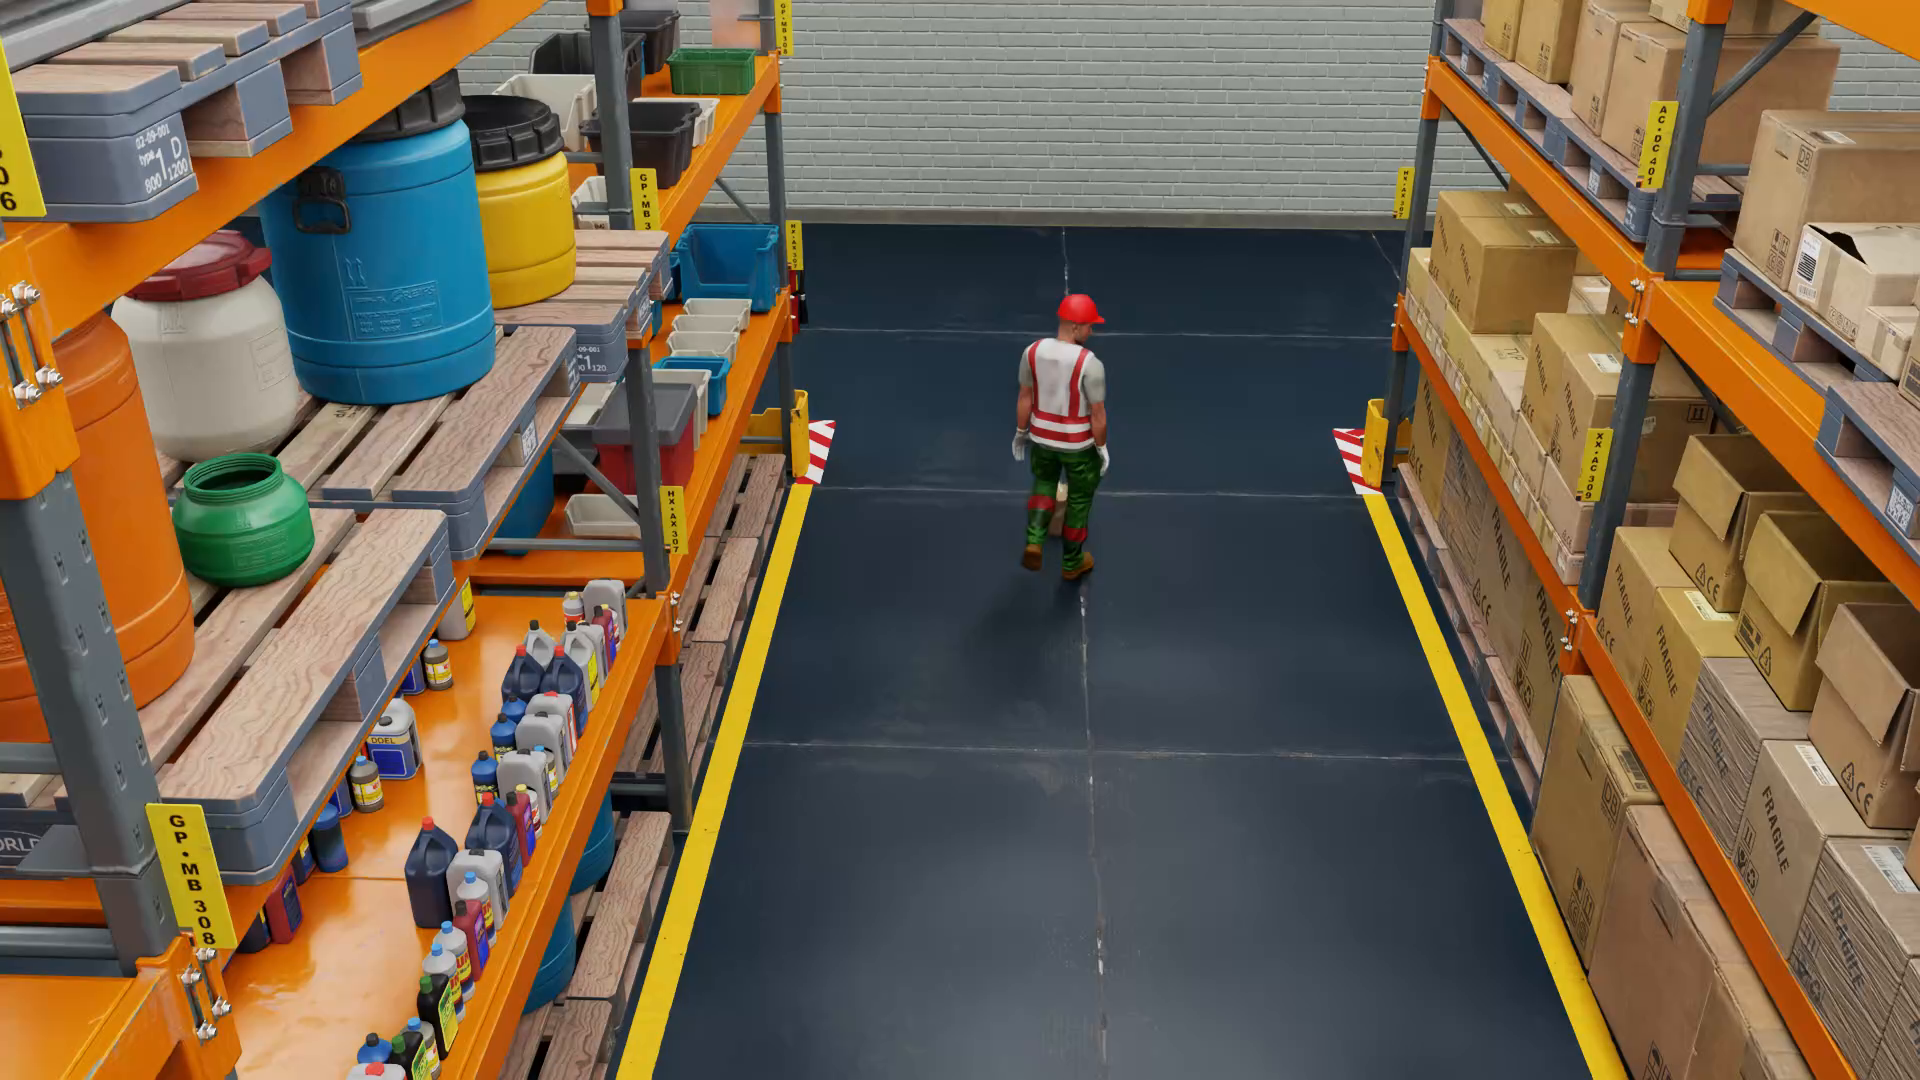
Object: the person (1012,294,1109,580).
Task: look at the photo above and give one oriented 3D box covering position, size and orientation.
[{"bbox_3d":[0.607,-0.578,9.648,0.586,1.775,0.513,15,31,27],"label":"person"}]
